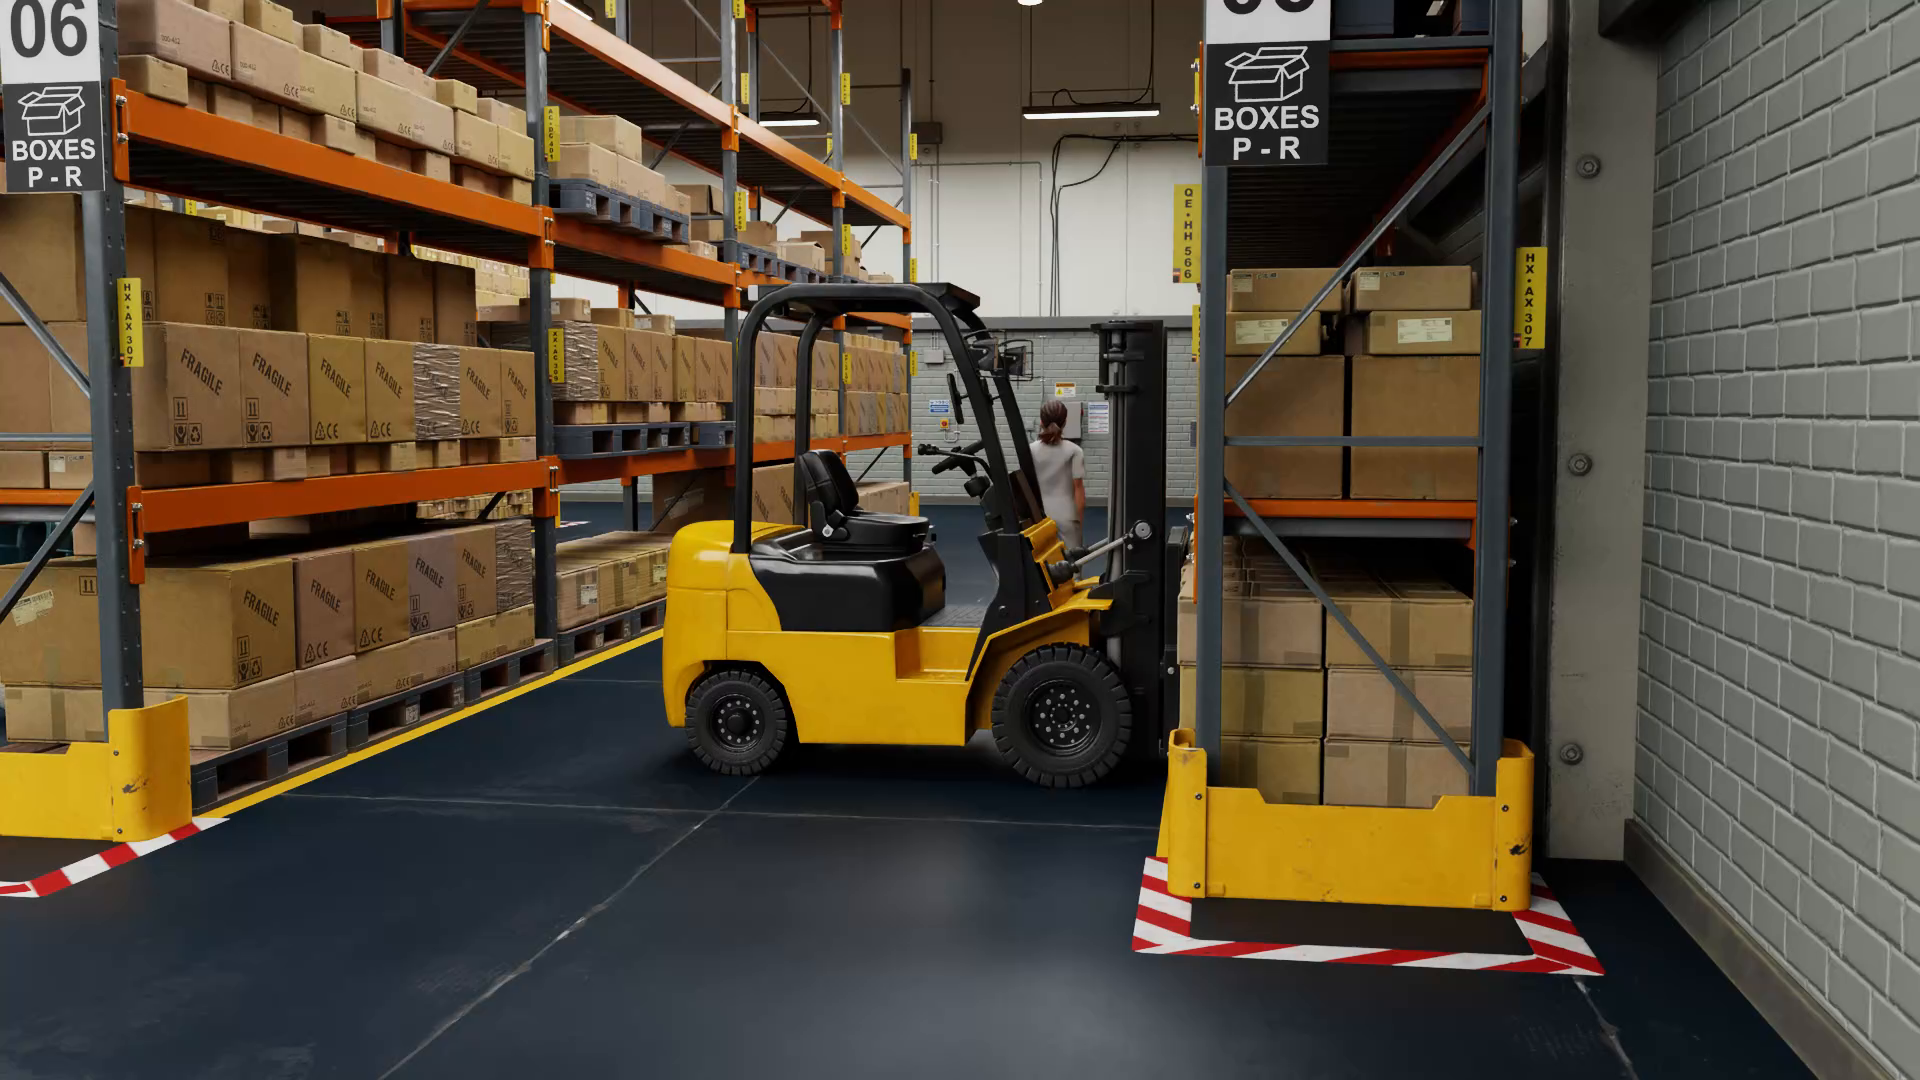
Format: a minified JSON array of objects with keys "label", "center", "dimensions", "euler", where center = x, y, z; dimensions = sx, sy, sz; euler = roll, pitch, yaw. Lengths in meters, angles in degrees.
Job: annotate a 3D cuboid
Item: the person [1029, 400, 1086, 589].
[{"label":"person","center":[0.617,-0.087,11.018],"dimensions":[0.437,1.670,0.365],"euler":[1,5,10]}]
